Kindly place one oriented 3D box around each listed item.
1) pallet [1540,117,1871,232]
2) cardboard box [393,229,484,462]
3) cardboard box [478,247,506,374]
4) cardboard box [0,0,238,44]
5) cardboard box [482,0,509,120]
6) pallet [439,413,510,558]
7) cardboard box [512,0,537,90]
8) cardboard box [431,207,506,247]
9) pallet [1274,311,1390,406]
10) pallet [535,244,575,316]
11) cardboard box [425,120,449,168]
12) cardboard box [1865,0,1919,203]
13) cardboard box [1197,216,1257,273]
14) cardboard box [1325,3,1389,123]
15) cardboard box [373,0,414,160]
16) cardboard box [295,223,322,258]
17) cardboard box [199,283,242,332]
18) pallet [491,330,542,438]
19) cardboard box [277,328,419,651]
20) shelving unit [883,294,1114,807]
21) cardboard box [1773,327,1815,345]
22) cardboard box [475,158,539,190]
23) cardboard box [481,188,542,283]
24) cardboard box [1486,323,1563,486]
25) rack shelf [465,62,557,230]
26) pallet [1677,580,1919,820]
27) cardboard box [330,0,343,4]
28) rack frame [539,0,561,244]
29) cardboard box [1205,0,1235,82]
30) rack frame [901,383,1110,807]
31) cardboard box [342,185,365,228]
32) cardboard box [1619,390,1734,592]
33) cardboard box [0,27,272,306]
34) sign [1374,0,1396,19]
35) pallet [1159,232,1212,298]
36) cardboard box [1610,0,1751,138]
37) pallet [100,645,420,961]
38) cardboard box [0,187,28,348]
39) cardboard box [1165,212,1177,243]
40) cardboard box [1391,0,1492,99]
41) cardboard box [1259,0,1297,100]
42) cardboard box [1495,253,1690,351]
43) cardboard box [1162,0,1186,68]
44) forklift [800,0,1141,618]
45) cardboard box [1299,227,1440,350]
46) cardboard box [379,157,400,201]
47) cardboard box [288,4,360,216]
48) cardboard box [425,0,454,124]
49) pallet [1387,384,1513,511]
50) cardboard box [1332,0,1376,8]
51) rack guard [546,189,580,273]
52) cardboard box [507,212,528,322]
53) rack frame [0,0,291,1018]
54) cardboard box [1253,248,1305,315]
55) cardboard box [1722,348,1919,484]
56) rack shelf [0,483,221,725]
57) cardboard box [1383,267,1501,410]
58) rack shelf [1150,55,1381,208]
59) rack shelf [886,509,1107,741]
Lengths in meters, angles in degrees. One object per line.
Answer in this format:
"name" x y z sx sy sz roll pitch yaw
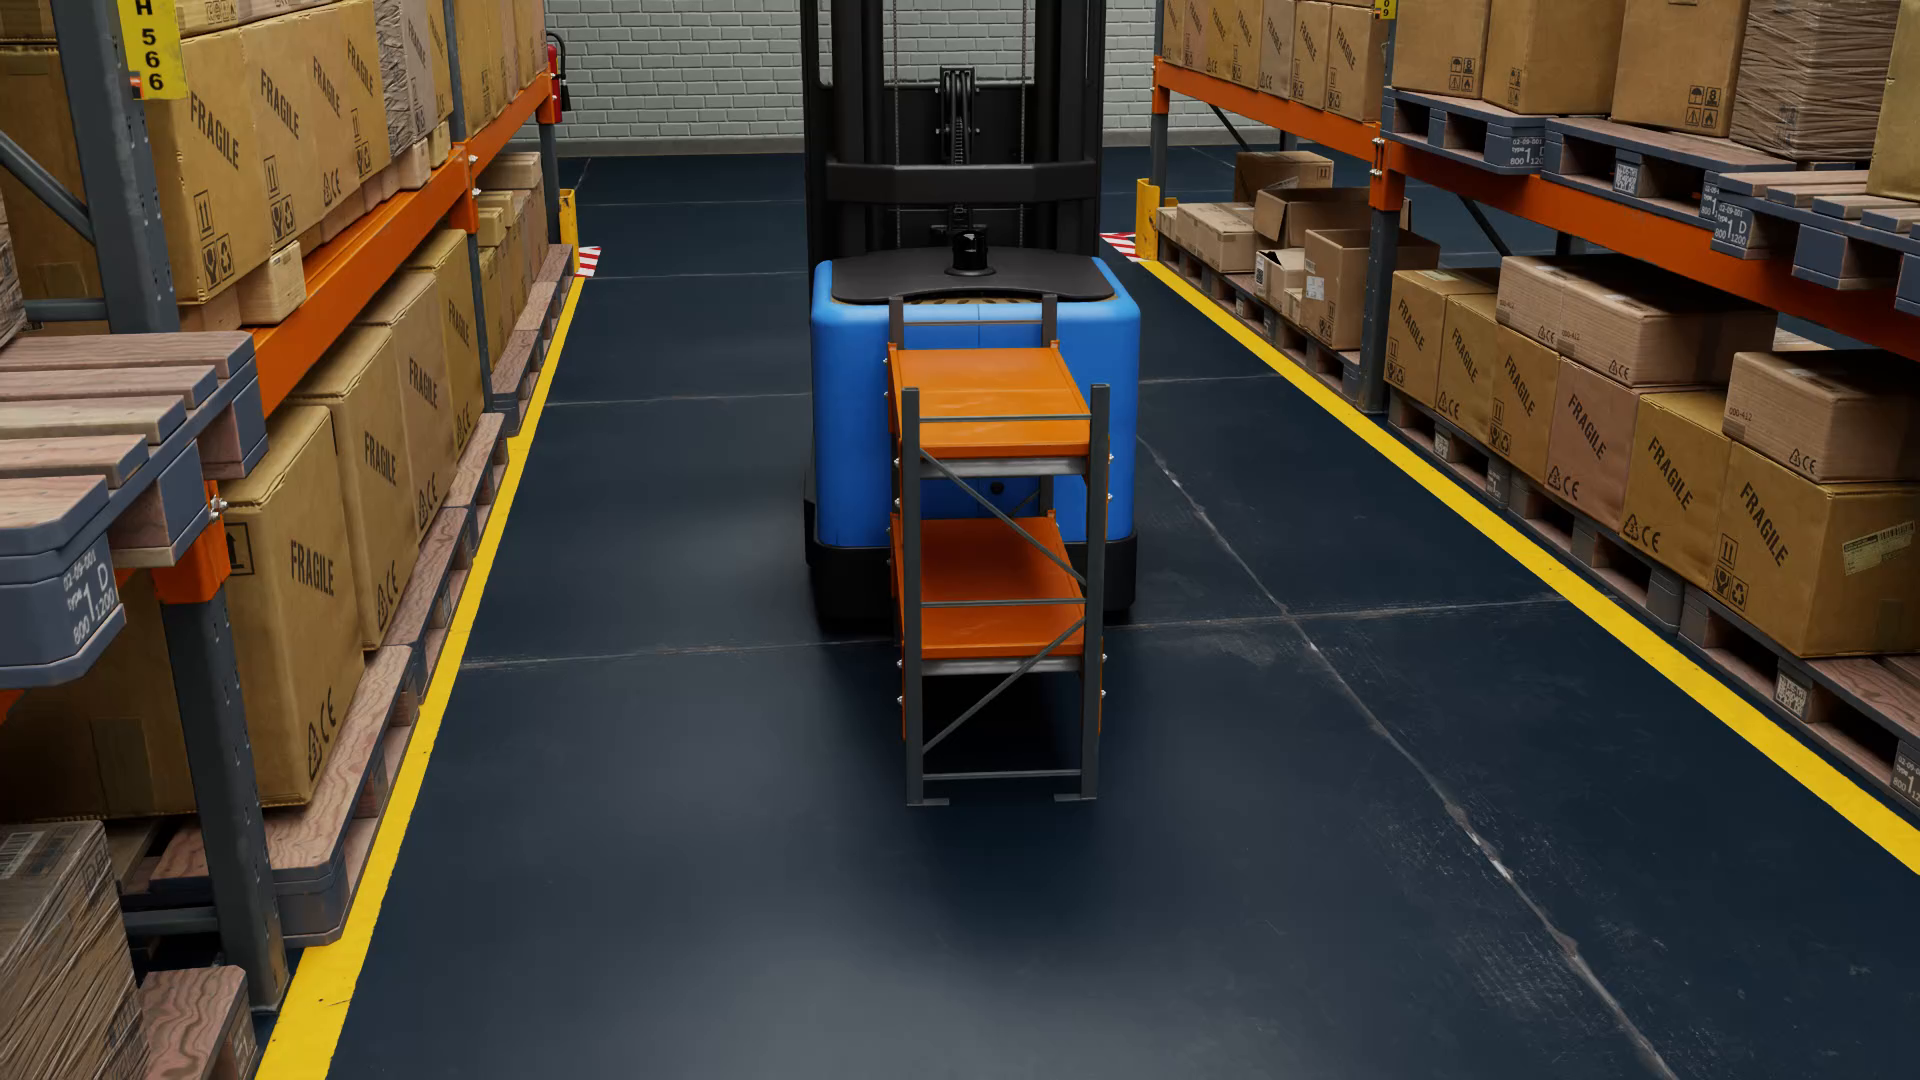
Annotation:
"pallet" 2.667 -1.230 5.495 1.003 0.211 1.213 -3 21 -8
"cardboard box" -2.304 -0.751 6.413 0.750 0.750 0.750 -3 21 -7
"cardboard box" -2.533 -1.070 7.766 0.700 0.500 0.500 -3 21 -7
"cardboard box" -1.764 -1.122 3.265 0.500 0.250 0.500 -2 21 -6
"cardboard box" -2.688 -2.362 7.825 0.980 0.700 0.700 -3 21 -9
"pallet" -2.340 -0.210 6.478 1.003 0.211 1.213 -3 21 -8
"cardboard box" -2.903 -2.878 9.206 0.980 0.700 0.700 -3 21 -8
"cardboard box" -2.401 -1.502 7.995 0.380 0.149 0.250 -2 21 -6
"pallet" 2.277 -0.963 8.492 1.003 0.211 1.213 -3 21 -8
"pallet" -2.910 -1.586 10.161 1.003 0.211 1.213 -3 21 -8
"cardboard box" -2.137 -1.483 6.230 0.380 0.149 0.250 -3 21 -7
"cardboard box" 2.750 -1.102 4.137 0.700 0.500 0.500 -10 23 -26
"cardboard box" 1.740 -1.785 10.010 0.500 0.250 0.500 -3 21 -8
"cardboard box" 2.049 -2.238 7.779 0.500 0.500 0.500 -3 21 -7
"cardboard box" -2.063 -1.478 5.290 0.500 0.500 0.500 -3 21 -8
"cardboard box" -1.981 -0.857 4.553 0.380 0.149 0.250 -3 21 -7
"cardboard box" -1.795 -0.500 3.599 0.380 0.149 0.250 -3 21 -7
"pallet" -2.558 -0.741 7.899 1.003 0.211 1.213 -3 21 -8
"cardboard box" -2.046 -0.150 4.802 0.750 0.750 0.750 -3 21 -8
"shelving unit" 0.074 -0.017 4.655 0.538 1.125 1.048 -1 21 -4
"cardboard box" 2.865 -0.565 6.385 0.500 0.500 0.500 -3 21 -7
"cardboard box" -2.666 -2.134 9.687 0.380 0.149 0.250 -2 21 -6
"cardboard box" -2.831 -1.780 9.668 0.700 0.500 0.500 -3 21 -8
"cardboard box" 2.356 -0.529 6.289 0.500 0.500 0.500 -3 21 -7
"rack shelf" -2.814 -2.136 8.675 1.077 0.370 4.000 -3 21 -8
"pallet" 2.882 0.400 4.845 1.003 0.211 1.213 -3 21 -8
"cardboard box" -1.994 -1.648 4.672 0.500 0.250 0.500 -3 21 -9
"rack frame" -3.103 -3.165 10.403 1.000 3.000 0.127 -3 21 -8
"cardboard box" 1.751 -2.944 9.668 0.500 0.500 0.500 -3 21 -8
"rack frame" 0.110 0.160 4.179 0.500 1.125 0.032 -1 21 -4
"cardboard box" -2.031 -1.034 5.029 0.380 0.149 0.250 -2 21 -6
"cardboard box" 2.510 -0.173 5.335 0.500 0.500 0.500 -4 21 -10
"cardboard box" -1.766 -0.772 3.399 0.500 0.500 0.500 -2 21 -6
"sign" 1.839 -2.407 7.136 0.100 0.325 0.005 -3 21 -8
"pallet" 1.925 -1.807 10.754 1.003 0.211 1.213 -3 21 -8
"cardboard box" 2.691 -1.666 5.647 0.700 0.500 0.500 -8 22 -21
"pallet" -1.989 0.634 4.216 1.003 0.211 1.213 -3 21 -8
"cardboard box" -1.872 -0.486 2.458 0.700 0.500 0.500 -5 21 -14
"cardboard box" 1.555 -2.046 10.828 0.380 0.166 0.250 -3 21 -8
"cardboard box" 2.222 -2.100 6.807 0.700 0.500 0.500 -10 23 -26
"cardboard box" 1.897 -2.594 8.733 0.500 0.500 0.500 -2 21 -7
"cardboard box" 2.348 -0.892 6.188 0.500 0.250 0.500 -3 21 -8
"cardboard box" 1.602 -3.296 10.611 0.500 0.500 0.500 -2 21 -7
"forklift" -0.042 -1.593 6.291 1.130 2.935 3.031 -1 21 -4
"cardboard box" 2.012 -1.249 8.218 0.500 0.500 0.500 -3 21 -8
"cardboard box" -2.079 -1.214 5.511 0.380 0.149 0.250 -3 21 -8
"cardboard box" -1.903 -1.126 4.346 0.500 0.500 0.500 -3 21 -8
"cardboard box" -2.210 -1.829 6.228 0.500 0.500 0.500 -3 21 -9
"pallet" 2.530 -0.445 7.107 1.003 0.211 1.213 -3 21 -8
"cardboard box" 2.046 -2.709 7.609 0.500 0.500 0.500 -3 21 -7
"rack guard" -3.106 -2.002 10.863 1.175 0.500 0.348 -3 21 -8
"cardboard box" -2.673 -1.422 8.708 0.700 0.500 0.500 -2 21 -6
"rack frame" -1.950 -0.395 2.987 1.000 3.000 0.127 -3 21 -8
"cardboard box" 1.904 -1.420 8.946 0.500 0.311 0.500 -3 21 -8
"cardboard box" 2.572 -0.364 4.776 0.500 0.250 0.500 -2 21 -6
"rack shelf" -1.661 0.634 1.259 1.077 0.370 4.000 -3 21 -8
"cardboard box" 2.204 -0.887 7.247 0.500 0.500 0.500 -4 21 -10
"rack shelf" 2.087 -2.387 9.348 1.077 0.370 4.000 -3 21 -8
"rack shelf" 0.074 0.212 4.740 0.538 0.278 1.000 -1 21 -4
